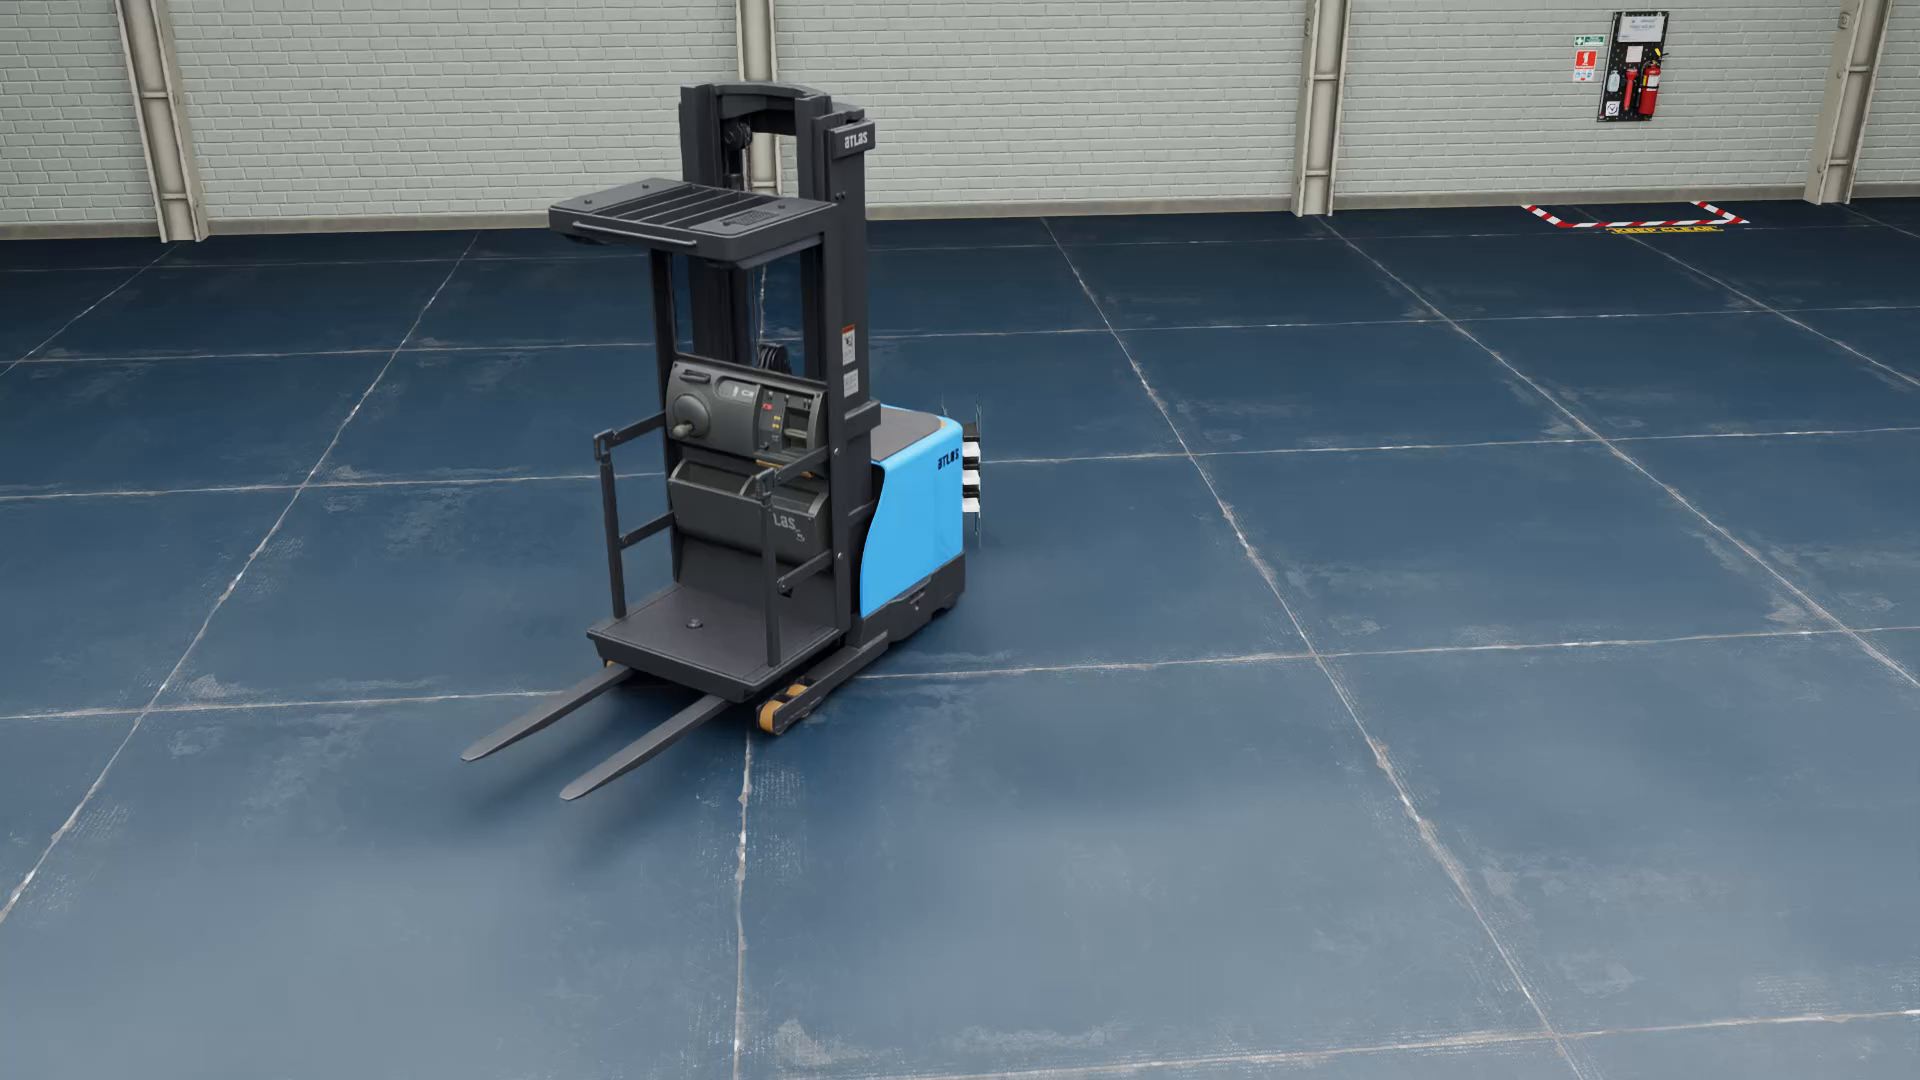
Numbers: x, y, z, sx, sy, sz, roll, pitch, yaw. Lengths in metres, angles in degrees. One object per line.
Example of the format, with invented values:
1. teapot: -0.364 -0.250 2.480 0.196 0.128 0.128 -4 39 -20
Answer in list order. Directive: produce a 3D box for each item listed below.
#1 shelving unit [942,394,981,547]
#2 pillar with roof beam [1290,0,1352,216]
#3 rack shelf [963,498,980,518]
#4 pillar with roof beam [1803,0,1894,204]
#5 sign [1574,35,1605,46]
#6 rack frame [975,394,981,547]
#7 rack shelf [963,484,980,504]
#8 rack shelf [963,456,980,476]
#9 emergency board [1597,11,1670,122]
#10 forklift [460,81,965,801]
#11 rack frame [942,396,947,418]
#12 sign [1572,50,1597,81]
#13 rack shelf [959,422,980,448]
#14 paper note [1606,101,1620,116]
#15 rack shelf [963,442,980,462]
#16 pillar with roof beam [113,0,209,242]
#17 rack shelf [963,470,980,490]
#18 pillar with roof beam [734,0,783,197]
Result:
1. shelving unit: 0.008 -0.412 10.068 0.210 0.900 0.258 -2 24 -5
2. pillar with roof beam: 4.304 -5.991 12.649 0.400 9.000 9.100 -2 24 -5
3. rack shelf: 0.008 -0.217 10.155 0.200 0.077 0.258 -2 24 -5
4. pillar with roof beam: 10.275 -6.230 13.188 0.400 9.000 9.100 -2 24 -5
5. sign: 6.834 -5.420 18.056 0.331 0.109 0.001 -2 24 -5
6. rack frame: 0.109 -0.416 10.077 0.006 0.900 0.240 -2 24 -5
7. rack shelf: 0.008 -0.299 10.118 0.200 0.077 0.258 -2 24 -5
8. rack shelf: 0.008 -0.463 10.045 0.200 0.077 0.258 -2 24 -5
9. emergency board: 7.389 -5.146 18.134 0.643 1.169 0.194 -2 24 -5
10. forklift: -1.174 -0.605 8.003 1.130 2.935 3.031 14 28 29
11. rack frame: -0.093 -0.407 10.059 0.006 0.900 0.240 -2 24 -5
12. sign: 6.829 -5.182 18.171 0.234 0.329 0.001 -2 24 -5
13. rack shelf: 0.008 -0.628 9.972 0.200 0.077 0.258 -2 24 -5
14. paper note: 7.206 -4.764 18.360 0.142 0.148 0.016 -2 24 -5
15. rack shelf: 0.008 -0.546 10.008 0.200 0.077 0.258 -2 24 -5
16. pillar with roof beam: -7.637 -5.512 11.571 0.400 9.000 9.100 -2 24 -5
17. rack shelf: 0.008 -0.381 10.081 0.200 0.077 0.258 -2 24 -5
18. pillar with roof beam: -1.666 -5.751 12.110 0.400 9.000 9.100 -2 24 -5
